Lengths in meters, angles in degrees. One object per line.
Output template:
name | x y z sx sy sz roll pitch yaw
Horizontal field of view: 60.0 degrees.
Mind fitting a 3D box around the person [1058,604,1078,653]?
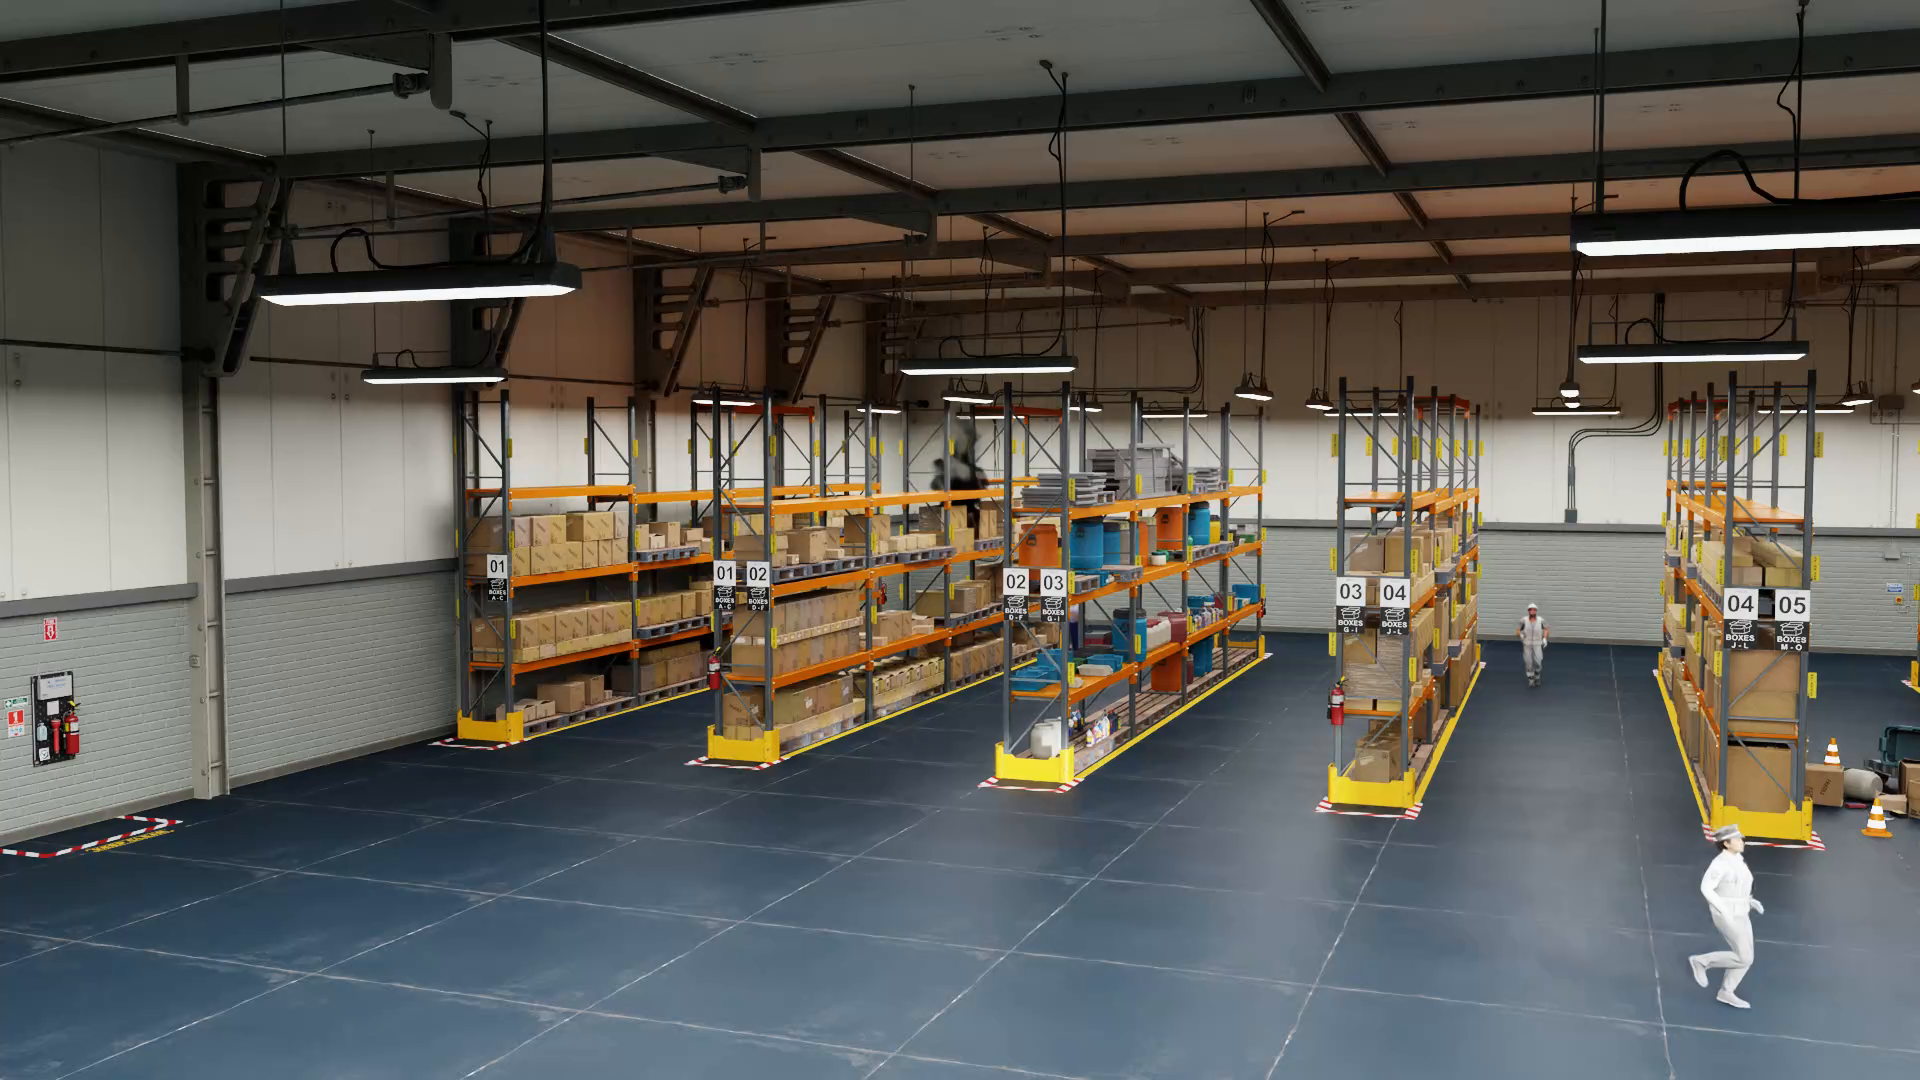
person | 2.366 1.914 35.537 0.594 1.681 0.815 0 3 9

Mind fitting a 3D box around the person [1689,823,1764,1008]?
person | 6.905 3.358 14.969 0.552 1.657 0.621 3 4 45

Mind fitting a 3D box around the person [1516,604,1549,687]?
person | 11.929 2.203 34.690 0.651 1.744 0.609 1 3 20
